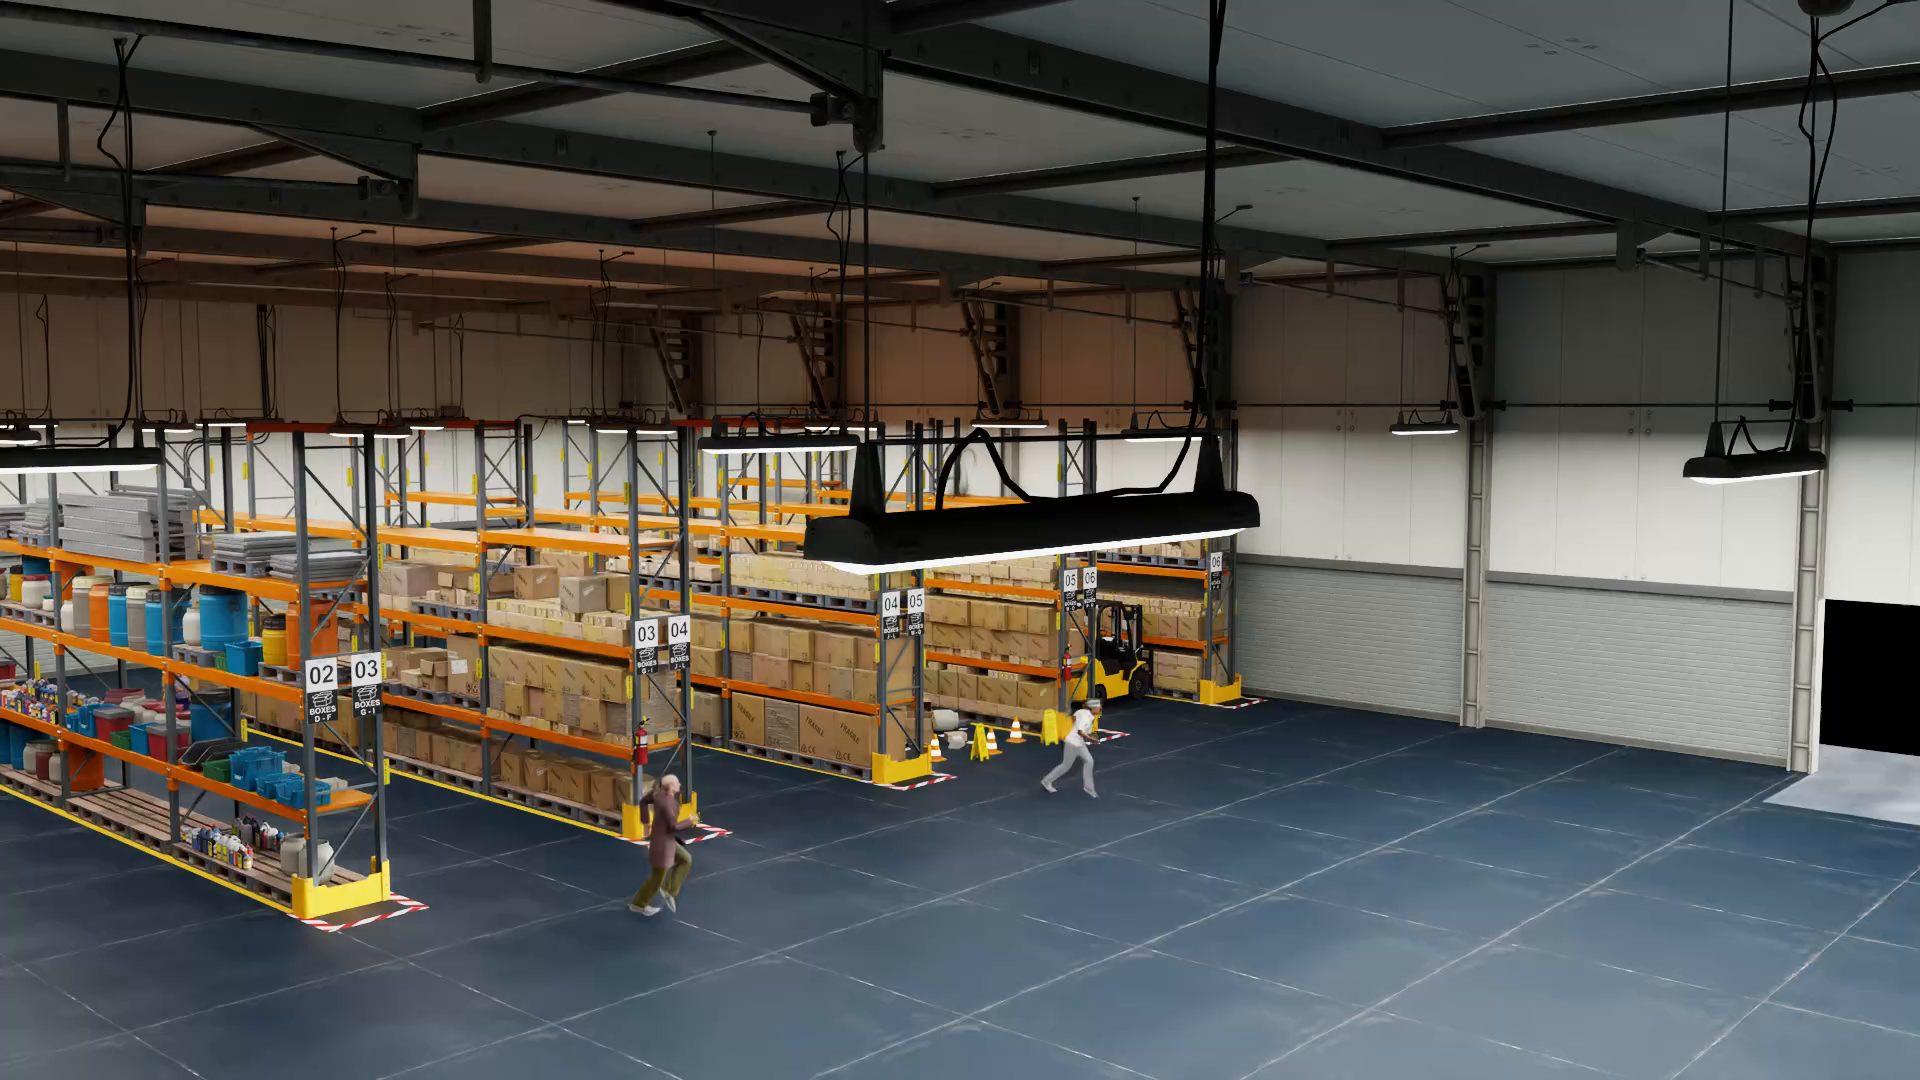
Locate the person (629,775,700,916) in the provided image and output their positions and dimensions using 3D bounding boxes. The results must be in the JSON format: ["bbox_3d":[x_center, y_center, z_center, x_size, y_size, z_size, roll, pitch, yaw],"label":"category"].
[{"bbox_3d":[-3.654,3.765,20.547,0.879,1.762,0.746,-2,5,-19],"label":"person"}]

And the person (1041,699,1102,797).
[{"bbox_3d":[1.797,3.372,26.894,0.983,1.623,0.616,0,5,4],"label":"person"}]

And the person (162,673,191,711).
[{"bbox_3d":[-14.303,3.044,30.362,0.826,1.685,0.582,3,6,33],"label":"person"}]
